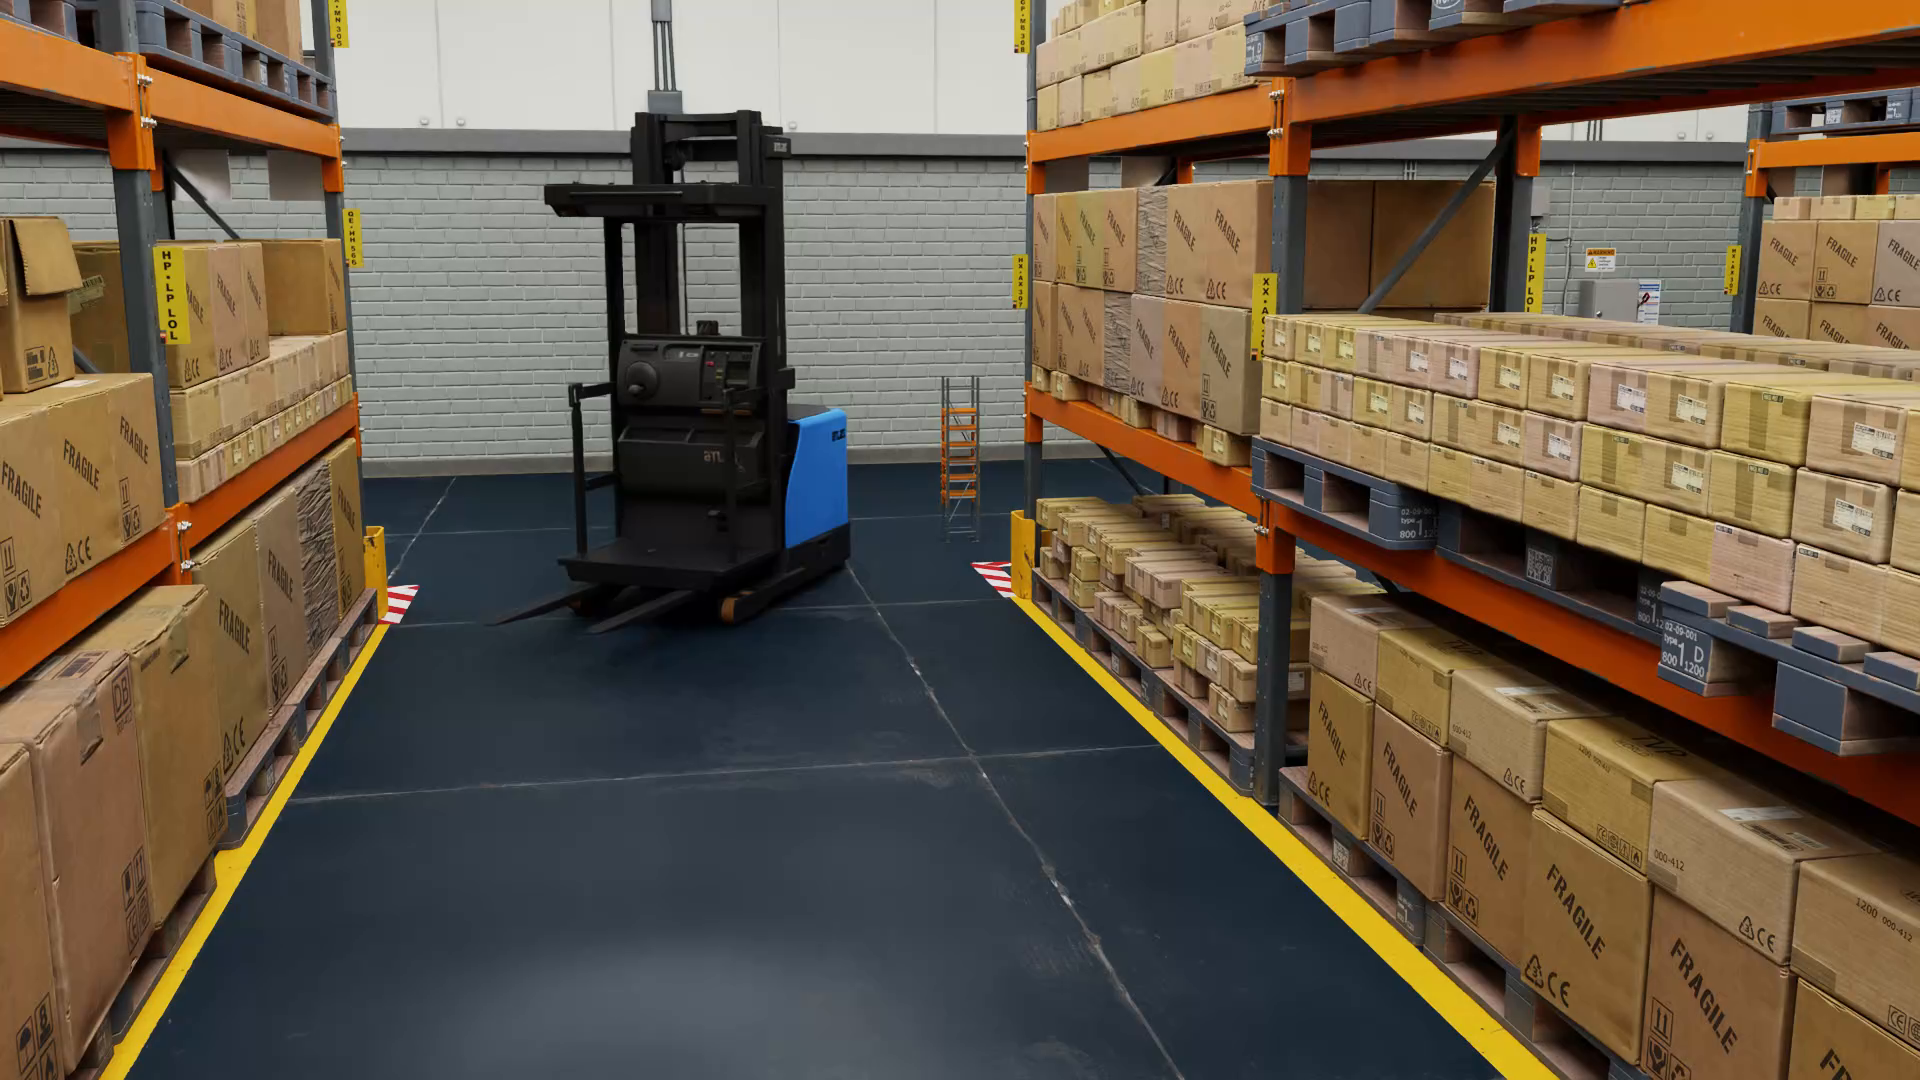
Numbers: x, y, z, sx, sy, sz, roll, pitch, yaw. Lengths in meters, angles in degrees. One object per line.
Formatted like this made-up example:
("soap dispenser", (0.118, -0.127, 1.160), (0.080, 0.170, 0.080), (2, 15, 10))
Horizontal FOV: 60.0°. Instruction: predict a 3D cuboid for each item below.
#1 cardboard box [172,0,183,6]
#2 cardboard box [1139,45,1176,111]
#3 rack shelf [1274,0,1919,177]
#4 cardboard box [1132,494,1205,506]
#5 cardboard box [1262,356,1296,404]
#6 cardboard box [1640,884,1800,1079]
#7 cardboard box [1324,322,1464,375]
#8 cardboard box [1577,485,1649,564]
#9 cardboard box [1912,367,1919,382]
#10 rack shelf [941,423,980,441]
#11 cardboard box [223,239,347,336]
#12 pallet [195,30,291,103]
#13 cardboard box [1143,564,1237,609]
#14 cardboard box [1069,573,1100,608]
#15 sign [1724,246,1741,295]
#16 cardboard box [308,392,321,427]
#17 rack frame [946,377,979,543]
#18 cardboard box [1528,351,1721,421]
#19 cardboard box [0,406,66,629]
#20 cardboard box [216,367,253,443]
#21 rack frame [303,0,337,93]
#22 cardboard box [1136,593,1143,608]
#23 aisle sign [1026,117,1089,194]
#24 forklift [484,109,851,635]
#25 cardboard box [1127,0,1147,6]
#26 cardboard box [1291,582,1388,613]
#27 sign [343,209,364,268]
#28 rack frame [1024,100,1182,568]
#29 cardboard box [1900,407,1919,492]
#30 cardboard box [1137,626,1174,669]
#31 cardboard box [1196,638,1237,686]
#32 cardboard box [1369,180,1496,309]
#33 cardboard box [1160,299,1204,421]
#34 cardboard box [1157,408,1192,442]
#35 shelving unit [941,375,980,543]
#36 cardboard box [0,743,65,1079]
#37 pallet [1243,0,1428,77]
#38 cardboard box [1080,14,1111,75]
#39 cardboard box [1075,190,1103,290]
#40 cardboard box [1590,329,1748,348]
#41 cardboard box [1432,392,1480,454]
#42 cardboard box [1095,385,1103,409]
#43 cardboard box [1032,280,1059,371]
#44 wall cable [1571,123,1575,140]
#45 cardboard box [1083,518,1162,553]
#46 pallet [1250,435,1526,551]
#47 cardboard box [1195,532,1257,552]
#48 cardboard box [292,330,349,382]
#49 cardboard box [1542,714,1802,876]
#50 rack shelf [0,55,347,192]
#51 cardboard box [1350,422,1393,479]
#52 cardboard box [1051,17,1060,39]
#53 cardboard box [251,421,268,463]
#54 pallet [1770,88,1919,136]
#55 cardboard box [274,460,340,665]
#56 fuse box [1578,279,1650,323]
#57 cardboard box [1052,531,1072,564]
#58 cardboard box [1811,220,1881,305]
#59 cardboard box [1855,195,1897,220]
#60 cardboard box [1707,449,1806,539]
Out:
("cardboard box", (-3.515, -2.293, 6.543), (0.700, 0.500, 0.500), (-2, 11, -8))
("cardboard box", (1.136, -2.102, 7.598), (0.500, 0.250, 0.500), (-2, 11, -12))
("rack shelf", (2.070, -1.190, 4.330), (1.077, 0.370, 4.000), (-2, 11, -11))
("cardboard box", (1.255, -0.181, 10.035), (0.380, 0.149, 0.250), (-2, 11, -10))
("cardboard box", (1.307, -0.577, 5.959), (0.380, 0.149, 0.250), (-2, 11, -10))
("cardboard box", (1.978, 1.112, 3.896), (0.500, 0.500, 0.500), (-2, 11, -9))
("cardboard box", (1.414, -0.625, 5.417), (0.380, 0.149, 0.250), (-2, 11, -11))
("cardboard box", (1.717, -0.048, 3.975), (0.380, 0.149, 0.250), (-3, 11, -14))
("cardboard box", (2.410, -0.313, 3.778), (0.380, 0.149, 0.250), (-3, 11, -13))
("rack shelf", (0.003, -0.779, 12.034), (0.258, 0.103, 0.180), (-2, 11, -11))
("cardboard box", (-3.629, -1.370, 8.971), (0.500, 0.500, 0.500), (-2, 11, -10))
("pallet", (-3.586, -2.079, 7.312), (1.003, 0.211, 1.213), (-2, 11, -11))
("cardboard box", (1.096, 0.222, 7.921), (0.380, 0.149, 0.250), (-3, 11, -14))
("cardboard box", (0.820, 0.272, 9.244), (0.380, 0.149, 0.250), (-2, 11, -10))
("sign", (5.194, -1.814, 11.179), (0.100, 0.325, 0.005), (-2, 11, -11))
("cardboard box", (-3.389, -0.645, 8.234), (0.380, 0.149, 0.250), (-2, 11, -12))
("rack frame", (0.021, -0.570, 11.982), (0.240, 1.200, 0.006), (-2, 11, -11))
("cardboard box", (1.665, -0.389, 4.176), (0.380, 0.149, 0.250), (-2, 11, -8))
("cardboard box", (-2.647, -0.062, 4.232), (0.500, 0.500, 0.500), (-2, 11, -12))
("cardboard box", (-3.130, -0.535, 6.589), (0.500, 0.250, 0.500), (-2, 11, -11))
("rack frame", (-3.982, -3.956, 8.914), (1.000, 3.000, 0.127), (-2, 11, -11))
("cardboard box", (1.110, 0.271, 8.456), (0.380, 0.149, 0.250), (-2, 11, -8))
("aisle sign", (0.595, -2.450, 10.095), (0.394, 0.787, 0.004), (-2, 11, -11))
("forklift", (-1.693, -1.031, 9.772), (1.130, 2.935, 3.031), (4, 11, 18))
("cardboard box", (1.006, -2.608, 7.851), (0.380, 0.149, 0.250), (-2, 11, -12))
("cardboard box", (1.725, 0.297, 7.525), (0.380, 0.149, 0.250), (-2, 11, -12))
("sign", (-3.447, -1.711, 9.434), (0.100, 0.325, 0.005), (-2, 11, -11))
("rack frame", (0.903, -1.171, 10.325), (1.000, 3.000, 0.127), (-2, 11, -11))
("cardboard box", (1.914, -0.152, 2.929), (0.380, 0.149, 0.250), (-3, 11, -13))
("cardboard box", (1.069, 0.508, 8.008), (0.380, 0.149, 0.250), (-2, 11, -11))
("cardboard box", (1.243, 0.516, 7.171), (0.380, 0.149, 0.250), (-3, 11, -14))
("cardboard box", (1.833, -1.215, 6.821), (0.500, 0.500, 0.500), (-2, 11, -10))
("cardboard box", (1.210, -0.806, 7.346), (0.500, 0.500, 0.500), (-2, 11, -13))
("cardboard box", (1.138, -0.549, 7.730), (0.380, 0.149, 0.250), (-3, 11, -13))
("shelving unit", (0.003, -0.587, 12.070), (0.258, 1.200, 0.189), (-2, 11, -11))
("cardboard box", (-2.705, 1.005, 3.455), (1.225, 0.875, 0.875), (-2, 11, -11))
("pallet", (1.697, -1.701, 5.592), (1.213, 0.211, 1.003), (-2, 11, -11))
("cardboard box", (0.923, -2.537, 8.547), (0.500, 0.250, 0.500), (-2, 11, -10))
("cardboard box", (0.914, -1.577, 8.720), (0.500, 0.500, 0.500), (-2, 11, -12))
("cardboard box", (2.148, -0.556, 5.051), (0.380, 0.149, 0.250), (-2, 11, -13))
("cardboard box", (1.567, -0.337, 4.696), (0.380, 0.149, 0.250), (-2, 11, -12))
("cardboard box", (0.948, -0.786, 8.977), (0.380, 0.149, 0.250), (-2, 11, -12))
("cardboard box", (0.720, -1.274, 9.802), (0.500, 0.500, 0.500), (-2, 11, -8))
("wall cable", (5.095, -5.376, 16.376), (2.355, 3.000, 0.029), (-2, 11, -11))
("cardboard box", (0.896, -0.021, 9.194), (0.380, 0.149, 0.250), (-3, 11, -14))
("pallet", (1.687, -0.197, 5.724), (1.003, 0.211, 1.213), (-2, 11, -11))
("cardboard box", (1.460, 0.060, 8.771), (0.380, 0.149, 0.250), (-3, 11, -13))
("cardboard box", (-3.627, -1.002, 9.045), (0.500, 0.250, 0.500), (-2, 11, -12))
("cardboard box", (1.877, 0.648, 4.327), (0.500, 0.250, 0.500), (-2, 11, -10))
("rack shelf", (-3.593, -1.762, 7.334), (1.077, 0.370, 4.000), (-2, 11, -11))
("cardboard box", (1.459, -0.288, 5.237), (0.380, 0.149, 0.250), (-2, 11, -10))
("cardboard box", (0.743, -2.944, 9.619), (0.380, 0.149, 0.250), (-2, 11, -11))
("cardboard box", (-3.141, -0.410, 6.999), (0.380, 0.149, 0.250), (-2, 11, -12))
("pallet", (5.894, -2.664, 10.383), (1.003, 0.211, 1.213), (-2, 11, -11))
("cardboard box", (-3.602, 0.110, 8.156), (0.875, 0.875, 0.875), (-2, 11, -11))
("fuse box", (6.709, -1.819, 17.178), (0.539, 1.711, 0.414), (-2, 11, -11))
("cardboard box", (0.751, 0.035, 9.696), (0.380, 0.149, 0.250), (-2, 11, -11))
("cardboard box", (5.661, -1.717, 10.252), (0.500, 0.500, 0.500), (-2, 11, -13))
("cardboard box", (5.664, -2.008, 10.048), (0.380, 0.149, 0.250), (-2, 11, -13))
("cardboard box", (1.809, -0.104, 3.471), (0.380, 0.149, 0.250), (-2, 11, -10))
